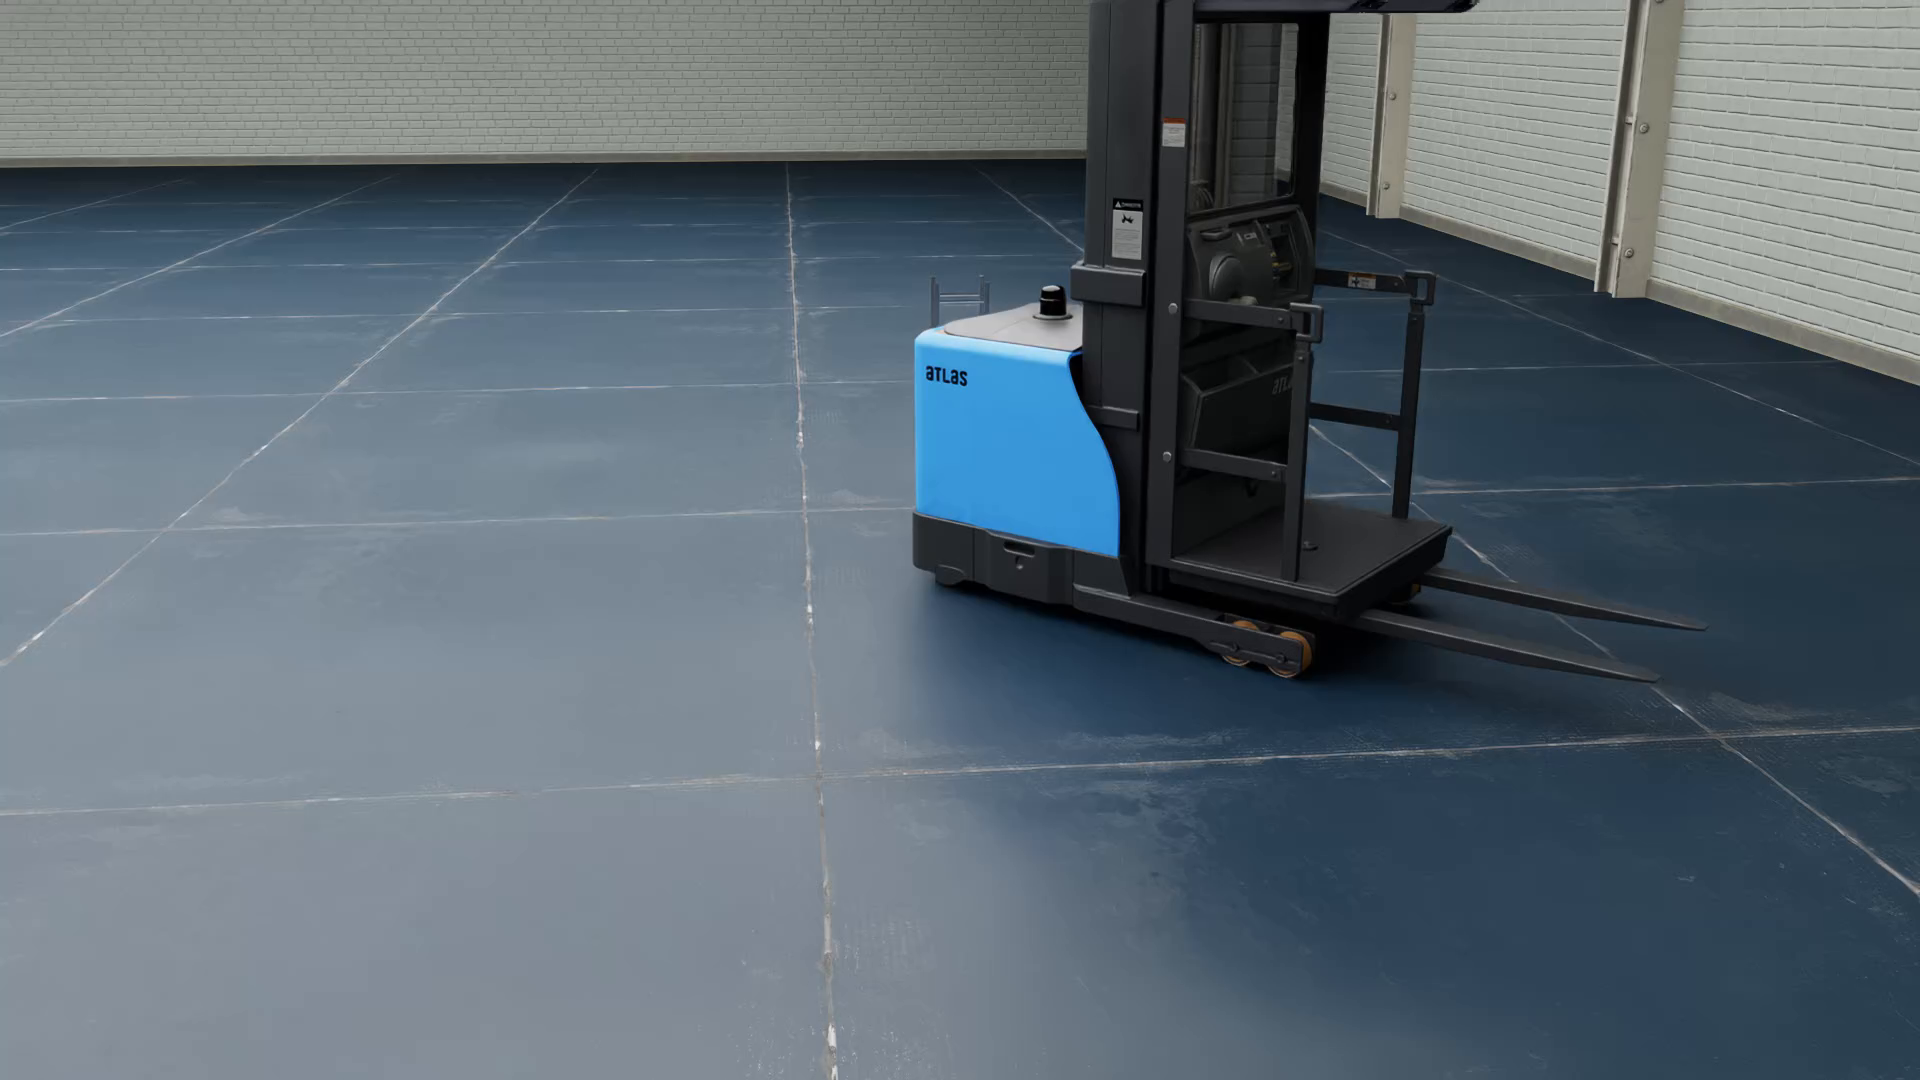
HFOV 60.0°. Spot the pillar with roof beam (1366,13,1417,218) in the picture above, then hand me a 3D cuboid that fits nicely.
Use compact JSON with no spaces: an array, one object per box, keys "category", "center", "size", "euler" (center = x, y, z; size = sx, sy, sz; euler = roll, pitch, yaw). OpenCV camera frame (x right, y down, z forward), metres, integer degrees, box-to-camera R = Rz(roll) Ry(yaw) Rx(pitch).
[{"category":"pillar with roof beam","center":[0.870,-8.097,18.445],"size":[9.100,9.000,0.400],"euler":[-2,18,-6]}]

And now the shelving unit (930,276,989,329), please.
[{"category":"shelving unit","center":[-0.004,-0.578,7.513],"size":[0.258,1.200,0.189],"euler":[-2,18,-6]}]

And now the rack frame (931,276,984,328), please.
[{"category":"rack frame","center":[-0.014,-0.605,7.599],"size":[0.240,1.200,0.006],"euler":[-2,18,-6]}]

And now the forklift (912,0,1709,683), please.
[{"category":"forklift","center":[1.278,-1.075,6.208],"size":[3.031,2.935,1.130],"euler":[13,22,35]}]

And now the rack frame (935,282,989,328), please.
[{"category":"rack frame","center":[0.007,-0.551,7.426],"size":[0.240,1.200,0.006],"euler":[-2,18,-6]}]

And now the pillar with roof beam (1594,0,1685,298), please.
[{"category":"pillar with roof beam","center":[1.489,-6.310,12.751],"size":[9.100,9.000,0.400],"euler":[-2,18,-6]}]
